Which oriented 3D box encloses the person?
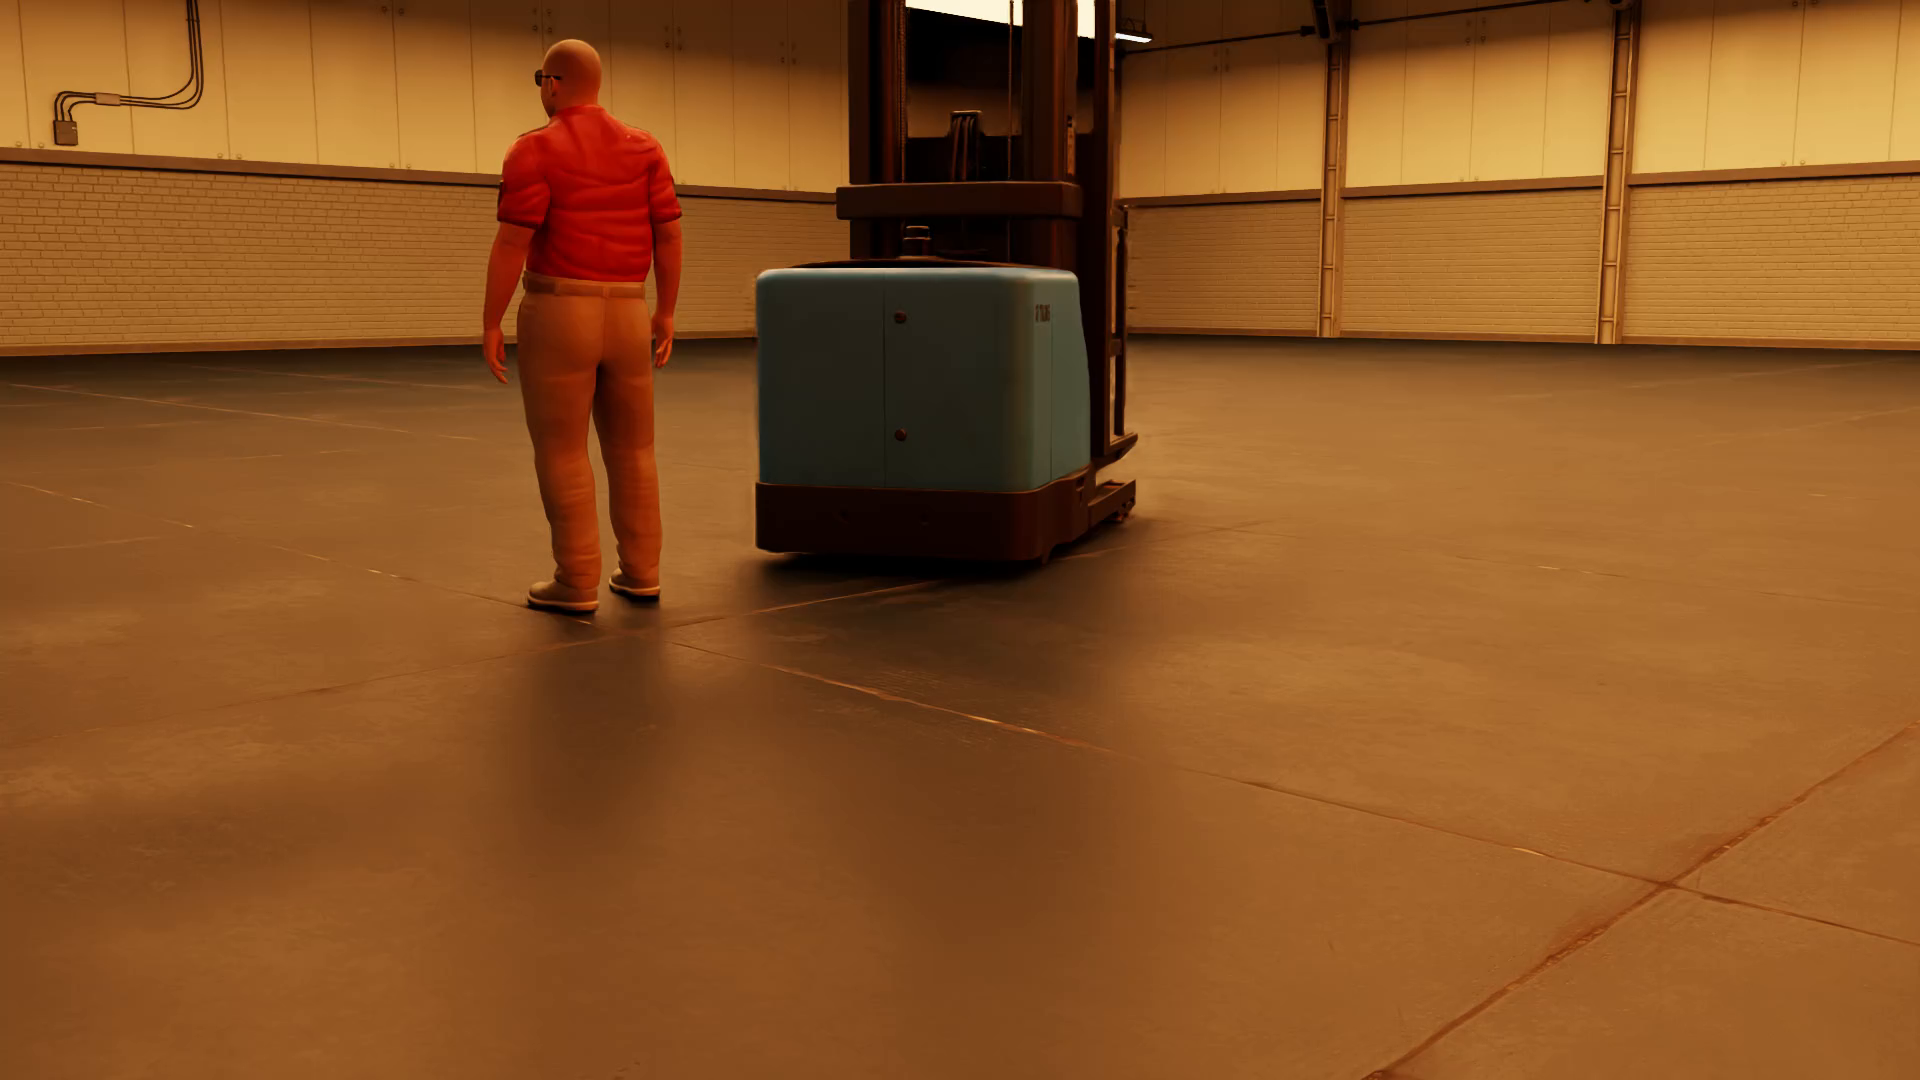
[{"bbox_3d":[-1.207,-0.649,5.193,0.640,1.730,0.528,-7,11,-38],"label":"person"}]

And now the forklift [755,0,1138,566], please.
[{"bbox_3d":[0.158,-1.538,7.090,1.130,2.935,3.031,2,9,16],"label":"forklift"}]
